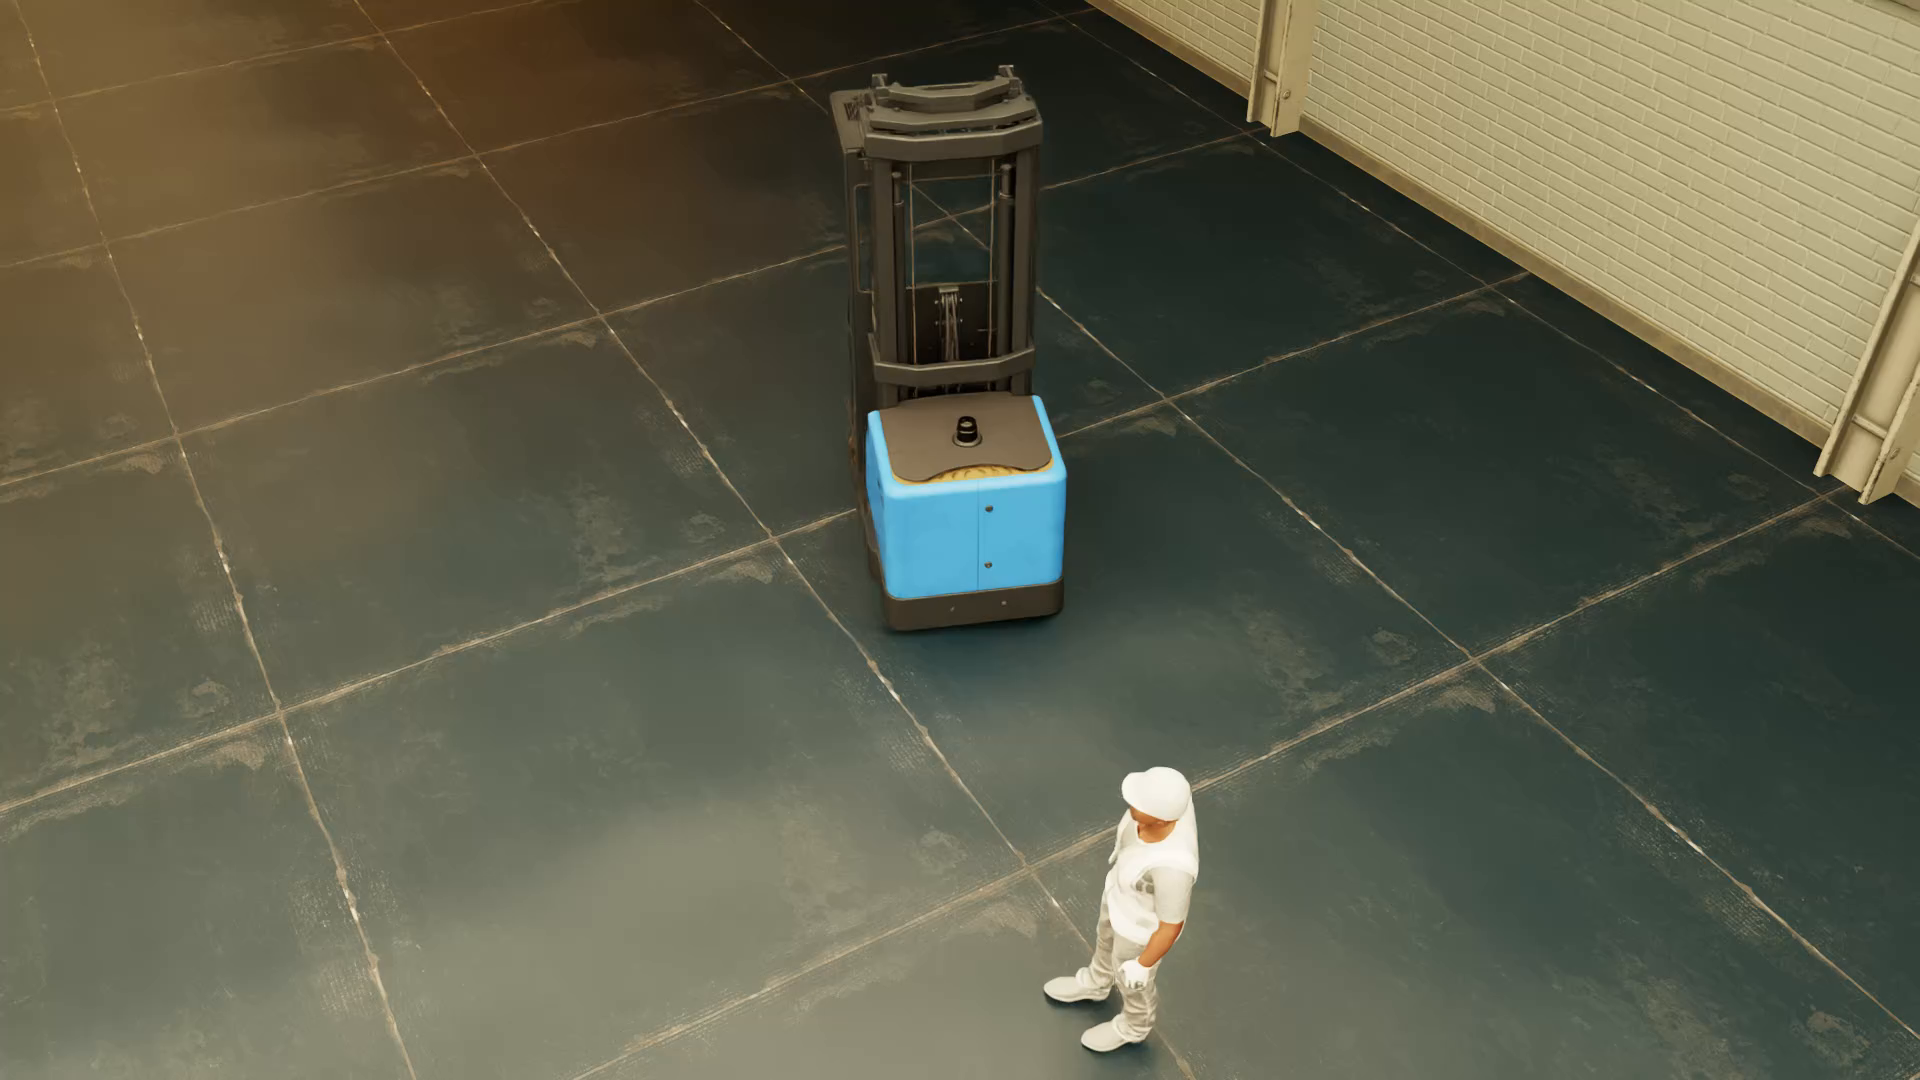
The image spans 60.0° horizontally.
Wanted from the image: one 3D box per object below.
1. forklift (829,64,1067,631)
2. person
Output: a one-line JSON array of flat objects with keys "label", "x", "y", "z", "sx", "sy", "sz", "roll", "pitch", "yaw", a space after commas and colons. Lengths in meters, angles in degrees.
[{"label": "forklift", "x": -0.145, "y": -1.546, "z": 9.900, "sx": 1.130, "sy": 2.935, "sz": 3.031, "roll": -6, "pitch": 40, "yaw": -7}, {"label": "person", "x": 0.685, "y": 1.560, "z": 7.054, "sx": 0.567, "sy": 1.787, "sz": 0.696, "roll": -2, "pitch": 40, "yaw": -2}]
